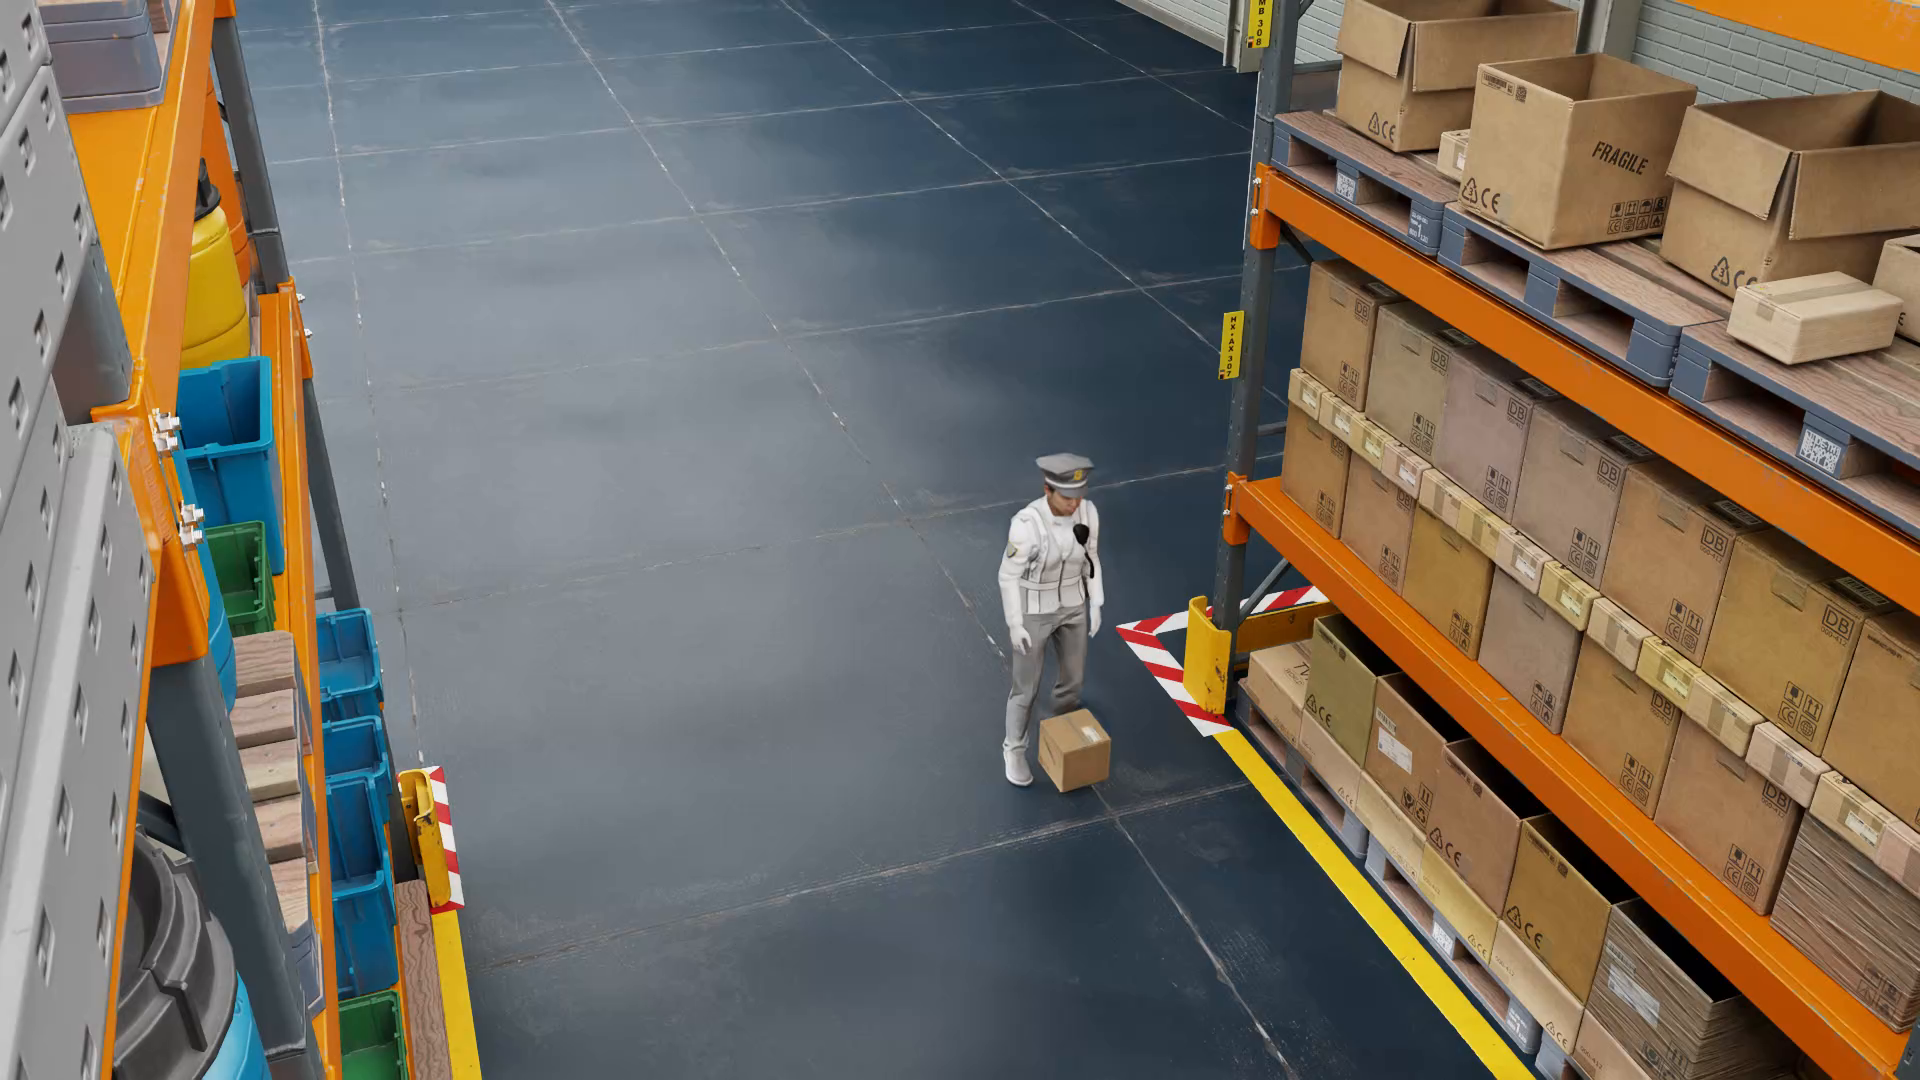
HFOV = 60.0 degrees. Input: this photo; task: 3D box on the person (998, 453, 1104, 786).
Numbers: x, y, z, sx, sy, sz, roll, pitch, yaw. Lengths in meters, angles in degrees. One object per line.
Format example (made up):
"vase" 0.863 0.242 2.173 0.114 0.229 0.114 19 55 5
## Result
"person" 0.427 0.342 7.740 0.513 1.665 0.360 -13 32 -21
